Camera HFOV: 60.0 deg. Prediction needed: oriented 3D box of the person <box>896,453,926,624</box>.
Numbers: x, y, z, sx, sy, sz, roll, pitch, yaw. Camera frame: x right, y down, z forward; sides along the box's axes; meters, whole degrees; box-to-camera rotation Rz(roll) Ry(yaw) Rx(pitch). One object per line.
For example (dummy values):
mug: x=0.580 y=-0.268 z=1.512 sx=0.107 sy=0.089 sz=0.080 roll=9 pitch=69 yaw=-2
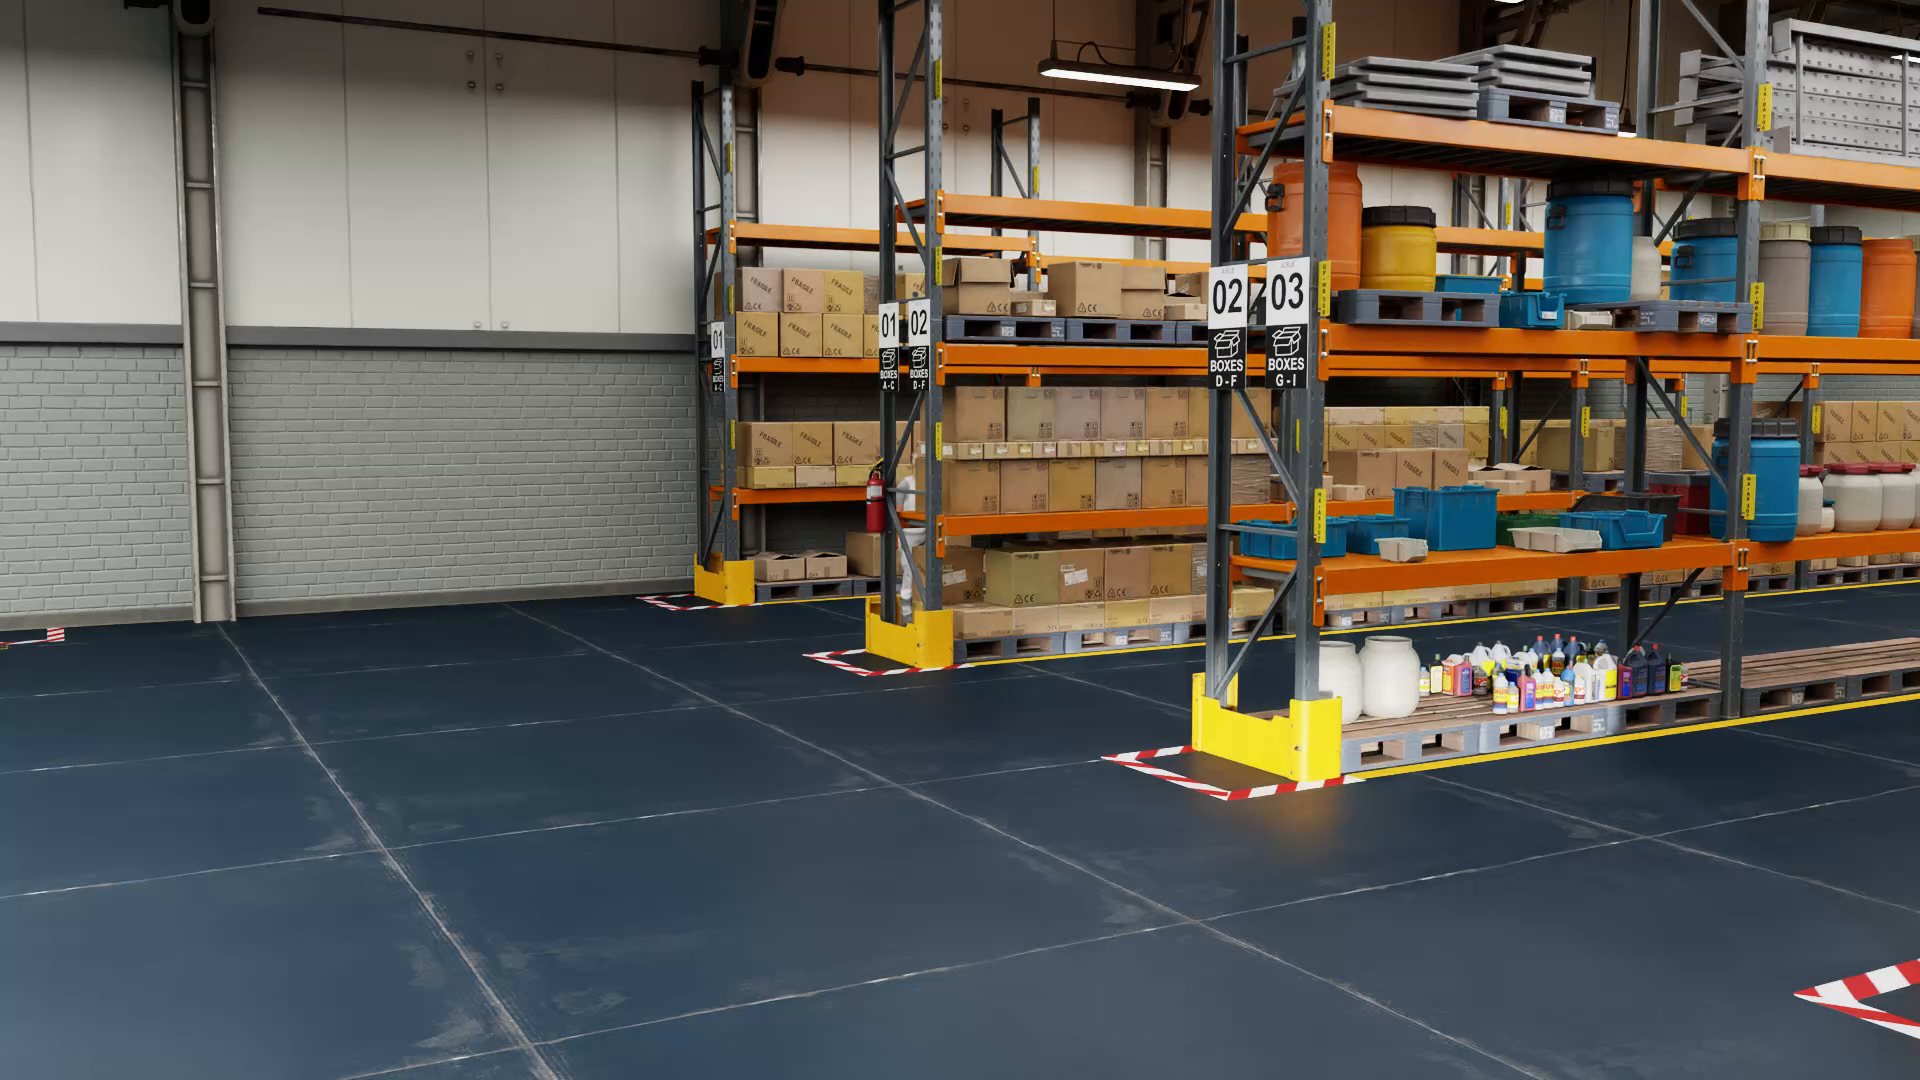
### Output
person: x=-0.391 y=-0.032 z=17.271 sx=0.535 sy=1.789 sz=0.413 roll=-3 pitch=6 yaw=-28
